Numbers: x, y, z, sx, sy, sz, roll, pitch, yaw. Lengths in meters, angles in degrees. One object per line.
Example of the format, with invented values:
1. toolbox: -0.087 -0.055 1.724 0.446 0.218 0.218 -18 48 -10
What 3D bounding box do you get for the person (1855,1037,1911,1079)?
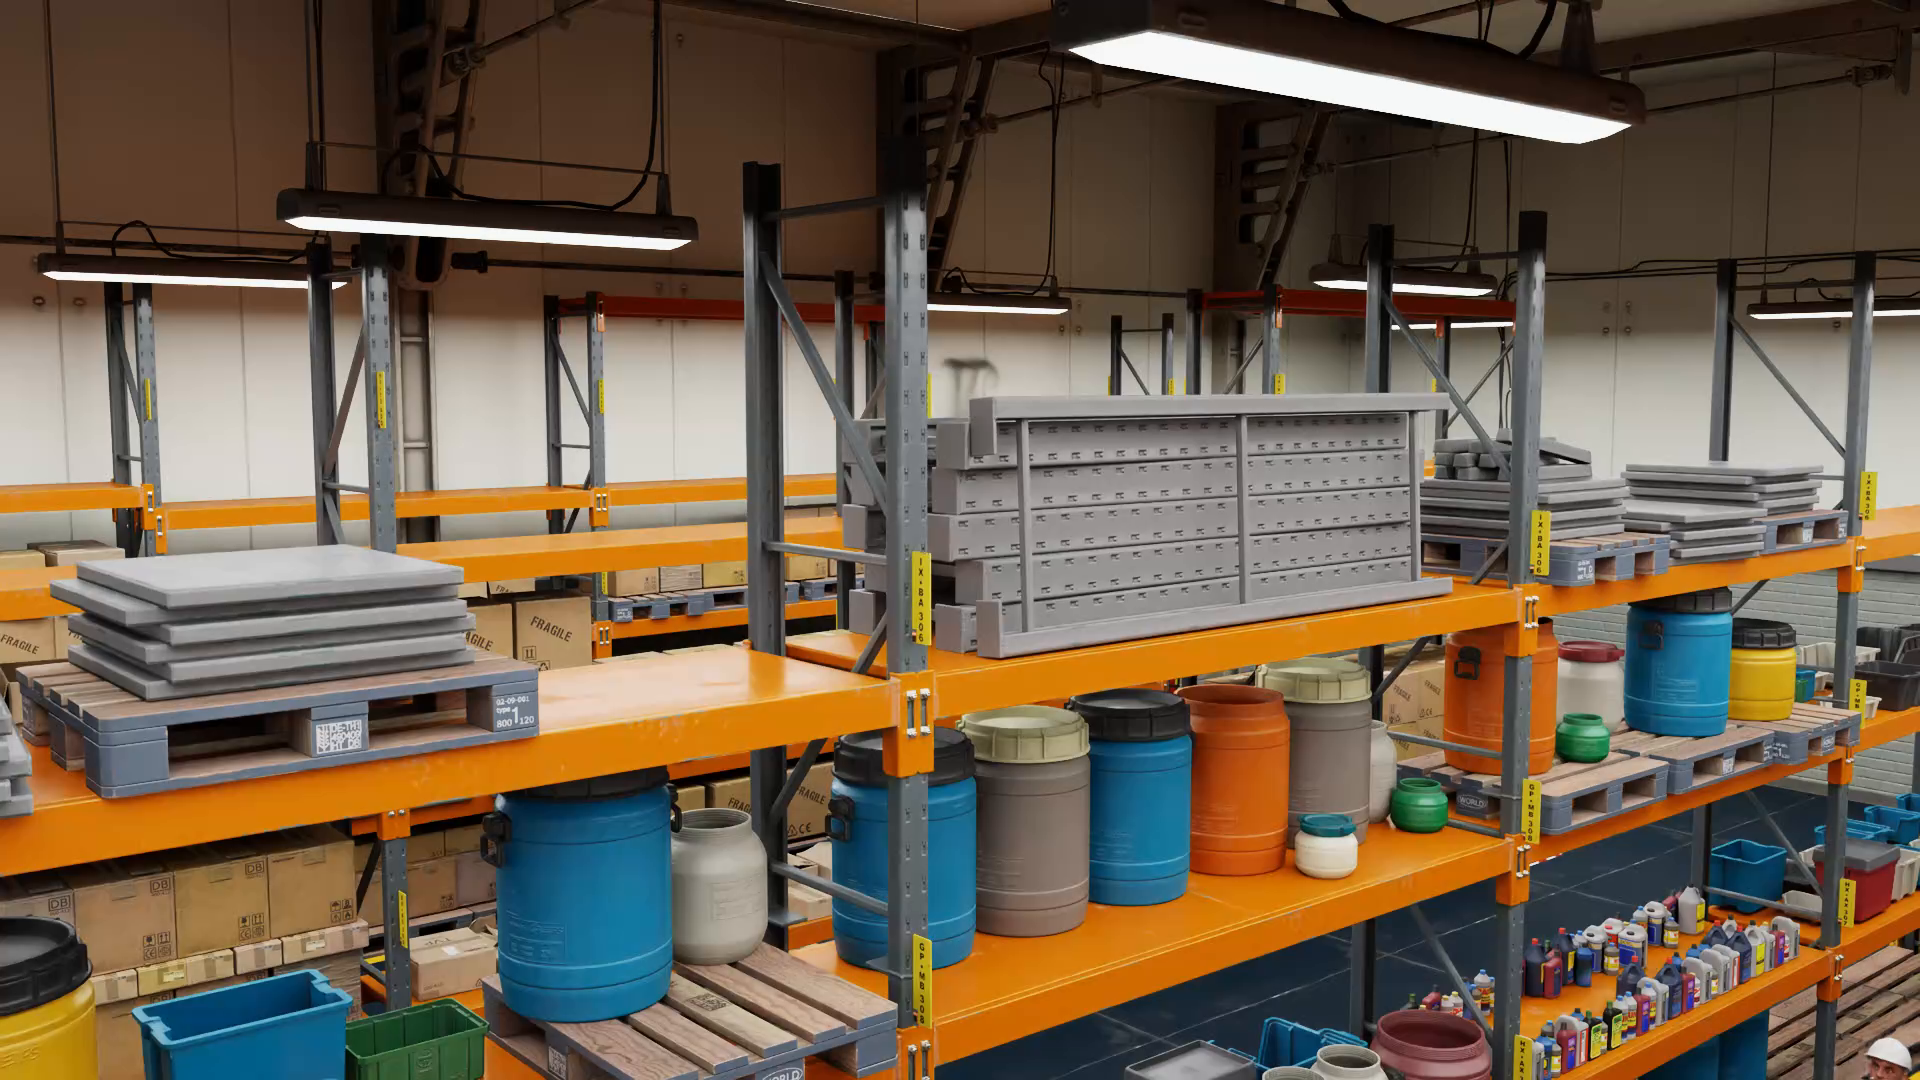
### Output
1. person: 4.829 3.447 8.681 0.860 1.764 0.662 -5 7 -40
